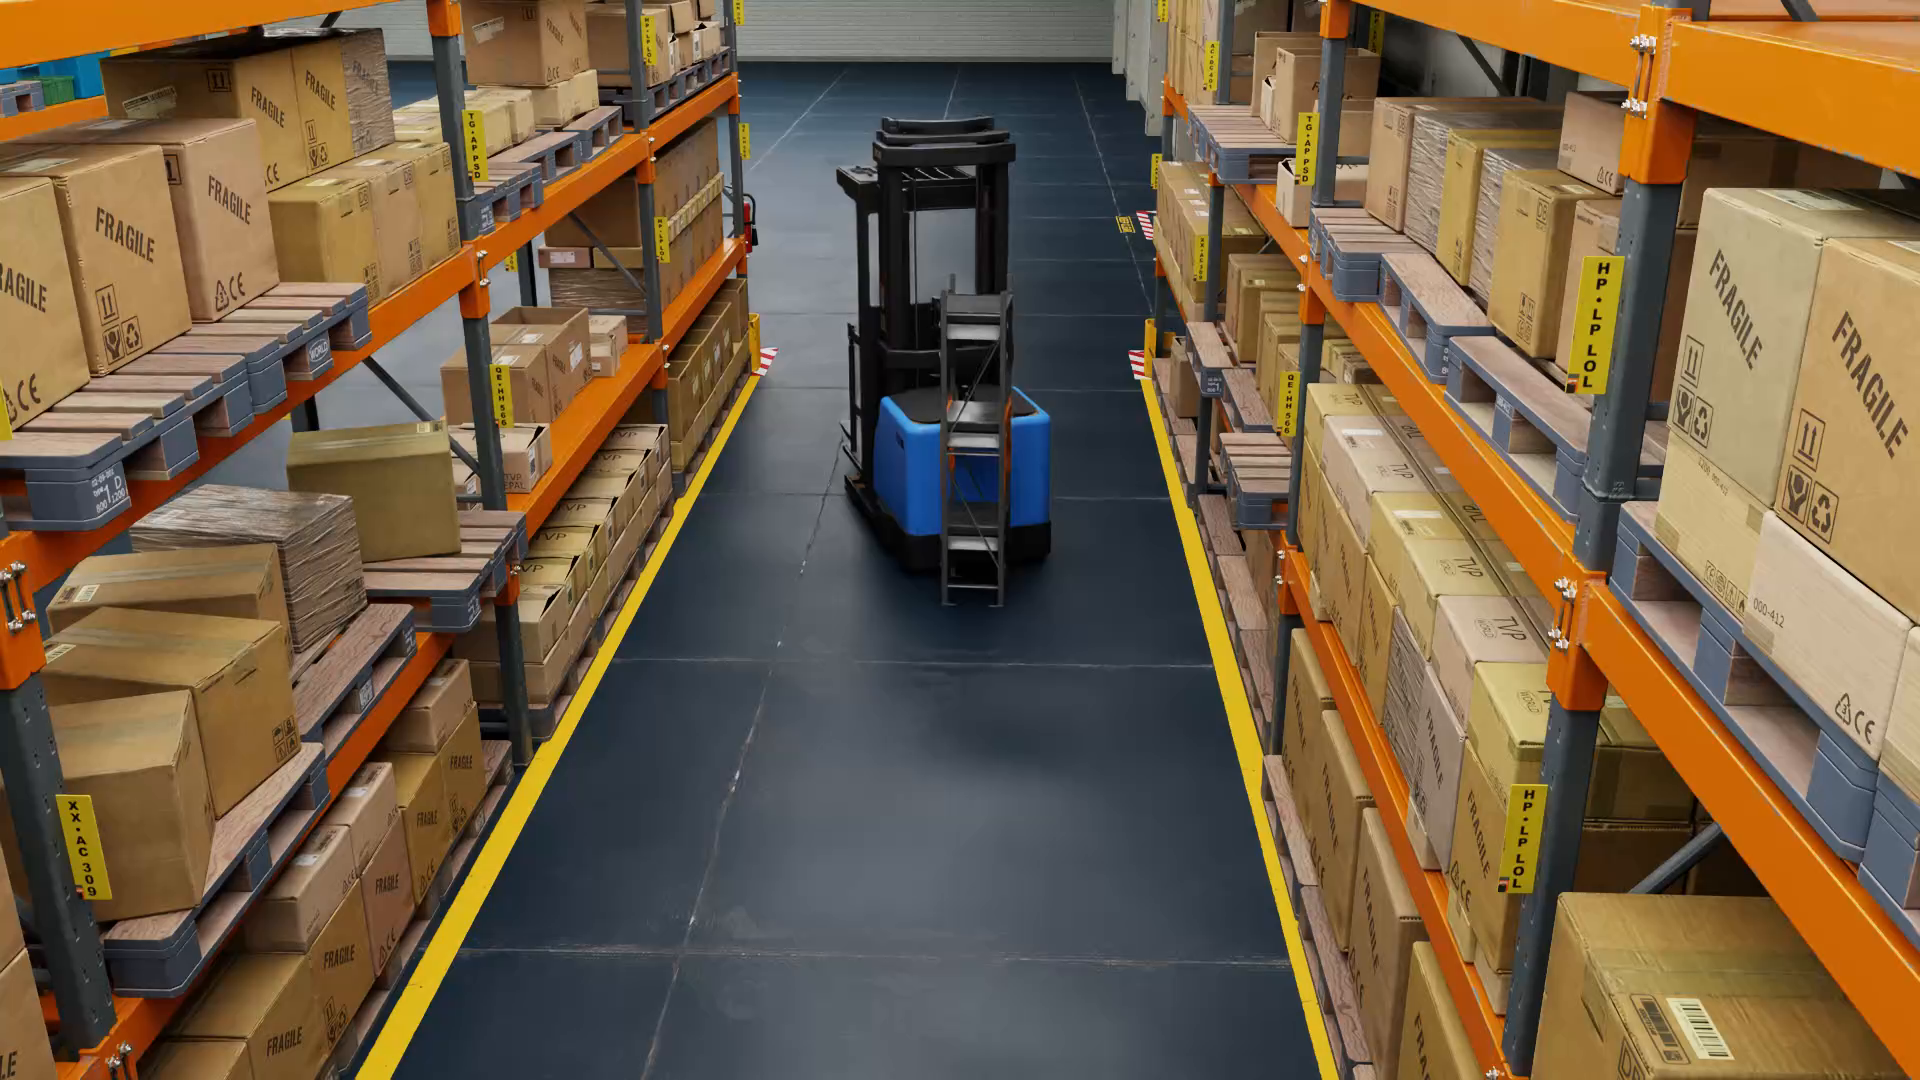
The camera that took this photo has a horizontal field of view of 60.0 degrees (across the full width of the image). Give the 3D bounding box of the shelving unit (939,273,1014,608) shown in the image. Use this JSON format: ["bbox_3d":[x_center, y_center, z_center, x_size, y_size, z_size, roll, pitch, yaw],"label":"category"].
[{"bbox_3d":[0.109,-0.630,10.750,0.431,2.100,0.503,2,21,6],"label":"shelving unit"}]

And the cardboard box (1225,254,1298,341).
[{"bbox_3d":[2.216,-1.669,11.438,0.700,0.500,0.500,1,21,2],"label":"cardboard box"}]

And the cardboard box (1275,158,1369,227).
[{"bbox_3d":[1.895,-1.784,8.430,0.500,0.311,0.500,1,21,2],"label":"cardboard box"}]

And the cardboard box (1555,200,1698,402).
[{"bbox_3d":[2.158,-0.676,4.730,0.700,0.500,0.500,-1,21,-1],"label":"cardboard box"}]

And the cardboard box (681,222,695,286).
[{"bbox_3d":[-2.636,-2.419,13.978,0.700,0.500,0.500,1,21,3],"label":"cardboard box"}]

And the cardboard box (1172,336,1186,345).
[{"bbox_3d":[2.276,-1.750,15.501,0.500,0.311,0.500,-2,21,-4],"label":"cardboard box"}]

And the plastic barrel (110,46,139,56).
[{"bbox_3d":[-7.423,-4.425,14.298,0.600,0.588,0.600,0,21,0],"label":"plastic barrel"}]

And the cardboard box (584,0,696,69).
[{"bbox_3d":[-2.510,-3.956,13.014,0.797,0.503,0.637,3,21,8],"label":"cardboard box"}]

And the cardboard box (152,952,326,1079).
[{"bbox_3d":[-2.666,1.833,6.005,0.500,0.500,0.500,1,21,2],"label":"cardboard box"}]

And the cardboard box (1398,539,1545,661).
[{"bbox_3d":[1.821,0.206,5.737,0.500,0.250,0.500,1,21,3],"label":"cardboard box"}]

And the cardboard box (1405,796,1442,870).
[{"bbox_3d":[1.735,0.993,5.642,0.380,0.149,0.250,1,21,2],"label":"cardboard box"}]

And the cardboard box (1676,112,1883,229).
[{"bbox_3d":[2.180,-1.025,4.594,0.500,0.250,0.500,2,21,5],"label":"cardboard box"}]

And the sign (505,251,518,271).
[{"bbox_3d":[-3.241,-2.100,11.989,0.100,0.325,0.005,1,21,2],"label":"sign"}]

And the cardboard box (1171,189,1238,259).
[{"bbox_3d":[2.021,-2.615,13.765,0.500,0.500,0.500,1,21,3],"label":"cardboard box"}]

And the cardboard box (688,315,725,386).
[{"bbox_3d":[-2.316,-1.624,14.252,0.500,0.500,0.500,1,21,2],"label":"cardboard box"}]

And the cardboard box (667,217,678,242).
[{"bbox_3d":[-2.455,-2.468,13.207,0.380,0.149,0.250,0,21,0],"label":"cardboard box"}]

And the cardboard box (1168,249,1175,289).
[{"bbox_3d":[2.014,-2.259,13.884,0.500,0.250,0.500,1,21,2],"label":"cardboard box"}]

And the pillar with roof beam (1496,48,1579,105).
[{"bbox_3d":[-1.255,-3.460,8.505,9.100,9.000,0.400,1,21,2],"label":"pillar with roof beam"}]

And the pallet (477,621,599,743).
[{"bbox_3d":[-2.744,0.795,9.689,1.003,0.211,1.213,1,21,2],"label":"pallet"}]

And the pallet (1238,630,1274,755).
[{"bbox_3d":[2.169,0.863,9.514,1.003,0.211,1.213,1,21,2],"label":"pallet"}]

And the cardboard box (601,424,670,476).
[{"bbox_3d":[-2.412,-0.680,12.080,0.500,0.311,0.500,1,21,2],"label":"cardboard box"}]

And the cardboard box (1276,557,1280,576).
[{"bbox_3d":[2.245,0.360,9.803,0.700,0.500,0.500,1,21,2],"label":"cardboard box"}]

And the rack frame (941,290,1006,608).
[{"bbox_3d":[0.083,-0.542,10.524,0.400,2.100,0.015,2,21,6],"label":"rack frame"}]

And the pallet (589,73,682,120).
[{"bbox_3d":[-2.686,-3.320,12.415,1.003,0.211,1.213,1,21,2],"label":"pallet"}]

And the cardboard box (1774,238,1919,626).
[{"bbox_3d":[1.710,-0.188,2.673,0.500,0.500,0.500,0,21,1],"label":"cardboard box"}]

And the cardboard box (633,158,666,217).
[{"bbox_3d":[-2.665,-2.649,12.777,0.700,0.500,0.500,1,21,1],"label":"cardboard box"}]

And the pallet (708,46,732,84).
[{"bbox_3d":[-2.612,-4.202,14.688,1.003,0.211,1.213,1,21,2],"label":"pallet"}]

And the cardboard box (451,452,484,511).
[{"bbox_3d":[-2.753,-0.297,8.772,0.500,0.311,0.500,2,21,5],"label":"cardboard box"}]

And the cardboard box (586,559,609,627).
[{"bbox_3d":[-2.474,0.322,10.272,0.500,0.250,0.500,0,21,0],"label":"cardboard box"}]

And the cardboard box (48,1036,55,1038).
[{"bbox_3d":[-3.178,1.838,5.992,0.500,0.500,0.500,1,21,2],"label":"cardboard box"}]

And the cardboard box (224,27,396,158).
[{"bbox_3d":[-2.828,-1.961,7.270,0.500,0.500,0.500,1,21,2],"label":"cardboard box"}]

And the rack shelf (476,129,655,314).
[{"bbox_3d":[-2.747,-1.994,9.869,1.077,0.370,4.000,1,21,2],"label":"rack shelf"}]

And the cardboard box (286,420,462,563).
[{"bbox_3d":[-2.715,-0.221,7.734,0.700,0.500,0.500,-7,22,-16],"label":"cardboard box"}]

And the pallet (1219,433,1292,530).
[{"bbox_3d":[2.059,-0.324,8.983,1.213,0.211,1.003,1,21,2],"label":"pallet"}]

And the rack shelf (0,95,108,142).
[{"bbox_3d":[-7.576,-3.496,13.741,1.077,0.370,4.000,1,21,2],"label":"rack shelf"}]

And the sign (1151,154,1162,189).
[{"bbox_3d":[1.844,-3.457,15.595,0.100,0.325,0.005,1,21,2],"label":"sign"}]

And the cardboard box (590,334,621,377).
[{"bbox_3d":[-2.530,-1.272,11.345,0.396,0.266,0.258,0,21,0],"label":"cardboard box"}]

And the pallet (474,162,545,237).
[{"bbox_3d":[-2.877,-1.765,8.545,1.213,0.211,1.003,2,21,4],"label":"pallet"}]

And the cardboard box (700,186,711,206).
[{"bbox_3d":[-2.410,-3.031,14.659,0.380,0.149,0.250,1,21,2],"label":"cardboard box"}]

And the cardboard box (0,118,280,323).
[{"bbox_3d":[-2.803,-1.113,5.746,0.600,0.600,0.600,0,21,0],"label":"cardboard box"}]

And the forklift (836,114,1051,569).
[{"bbox_3d":[-0.267,-1.670,12.282,1.130,2.935,3.031,-6,22,-15],"label":"forklift"}]

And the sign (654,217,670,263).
[{"bbox_3d":[-2.144,-2.155,11.944,0.100,0.325,0.005,1,21,2],"label":"sign"}]

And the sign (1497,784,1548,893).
[{"bbox_3d":[1.479,0.786,4.365,0.100,0.325,0.005,1,21,2],"label":"sign"}]

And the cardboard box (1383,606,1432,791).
[{"bbox_3d":[1.813,0.561,5.859,0.500,0.500,0.500,1,21,2],"label":"cardboard box"}]

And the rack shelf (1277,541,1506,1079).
[{"bbox_3d":[2.083,0.904,6.548,1.077,0.370,4.000,1,21,2],"label":"rack shelf"}]

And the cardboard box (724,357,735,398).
[{"bbox_3d":[-2.302,-1.456,14.854,0.500,0.250,0.500,1,21,2],"label":"cardboard box"}]

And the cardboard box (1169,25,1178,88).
[{"bbox_3d":[2.075,-4.190,14.368,0.500,0.500,0.500,2,21,5],"label":"cardboard box"}]

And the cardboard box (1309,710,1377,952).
[{"bbox_3d":[1.957,1.233,7.096,0.750,0.750,0.750,1,21,1],"label":"cardboard box"}]

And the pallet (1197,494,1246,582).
[{"bbox_3d":[2.243,-0.020,11.787,1.003,0.211,1.213,1,21,2],"label":"pallet"}]

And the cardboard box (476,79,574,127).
[{"bbox_3d":[-2.729,-2.757,10.468,0.500,0.250,0.500,-1,21,-4],"label":"cardboard box"}]

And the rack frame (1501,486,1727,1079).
[{"bbox_3d":[2.022,1.291,4.554,1.000,3.000,0.127,1,21,2],"label":"rack frame"}]

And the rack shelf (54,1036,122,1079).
[{"bbox_3d":[-2.991,2.297,2.957,1.077,0.370,4.000,1,21,2],"label":"rack shelf"}]

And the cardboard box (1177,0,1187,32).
[{"bbox_3d":[2.062,-4.465,13.695,0.500,0.500,0.500,1,21,3],"label":"cardboard box"}]

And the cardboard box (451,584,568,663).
[{"bbox_3d":[-2.499,0.431,9.218,0.500,0.311,0.500,1,21,3],"label":"cardboard box"}]

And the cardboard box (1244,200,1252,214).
[{"bbox_3d":[2.528,-2.425,13.275,0.500,0.500,0.500,1,21,3],"label":"cardboard box"}]
